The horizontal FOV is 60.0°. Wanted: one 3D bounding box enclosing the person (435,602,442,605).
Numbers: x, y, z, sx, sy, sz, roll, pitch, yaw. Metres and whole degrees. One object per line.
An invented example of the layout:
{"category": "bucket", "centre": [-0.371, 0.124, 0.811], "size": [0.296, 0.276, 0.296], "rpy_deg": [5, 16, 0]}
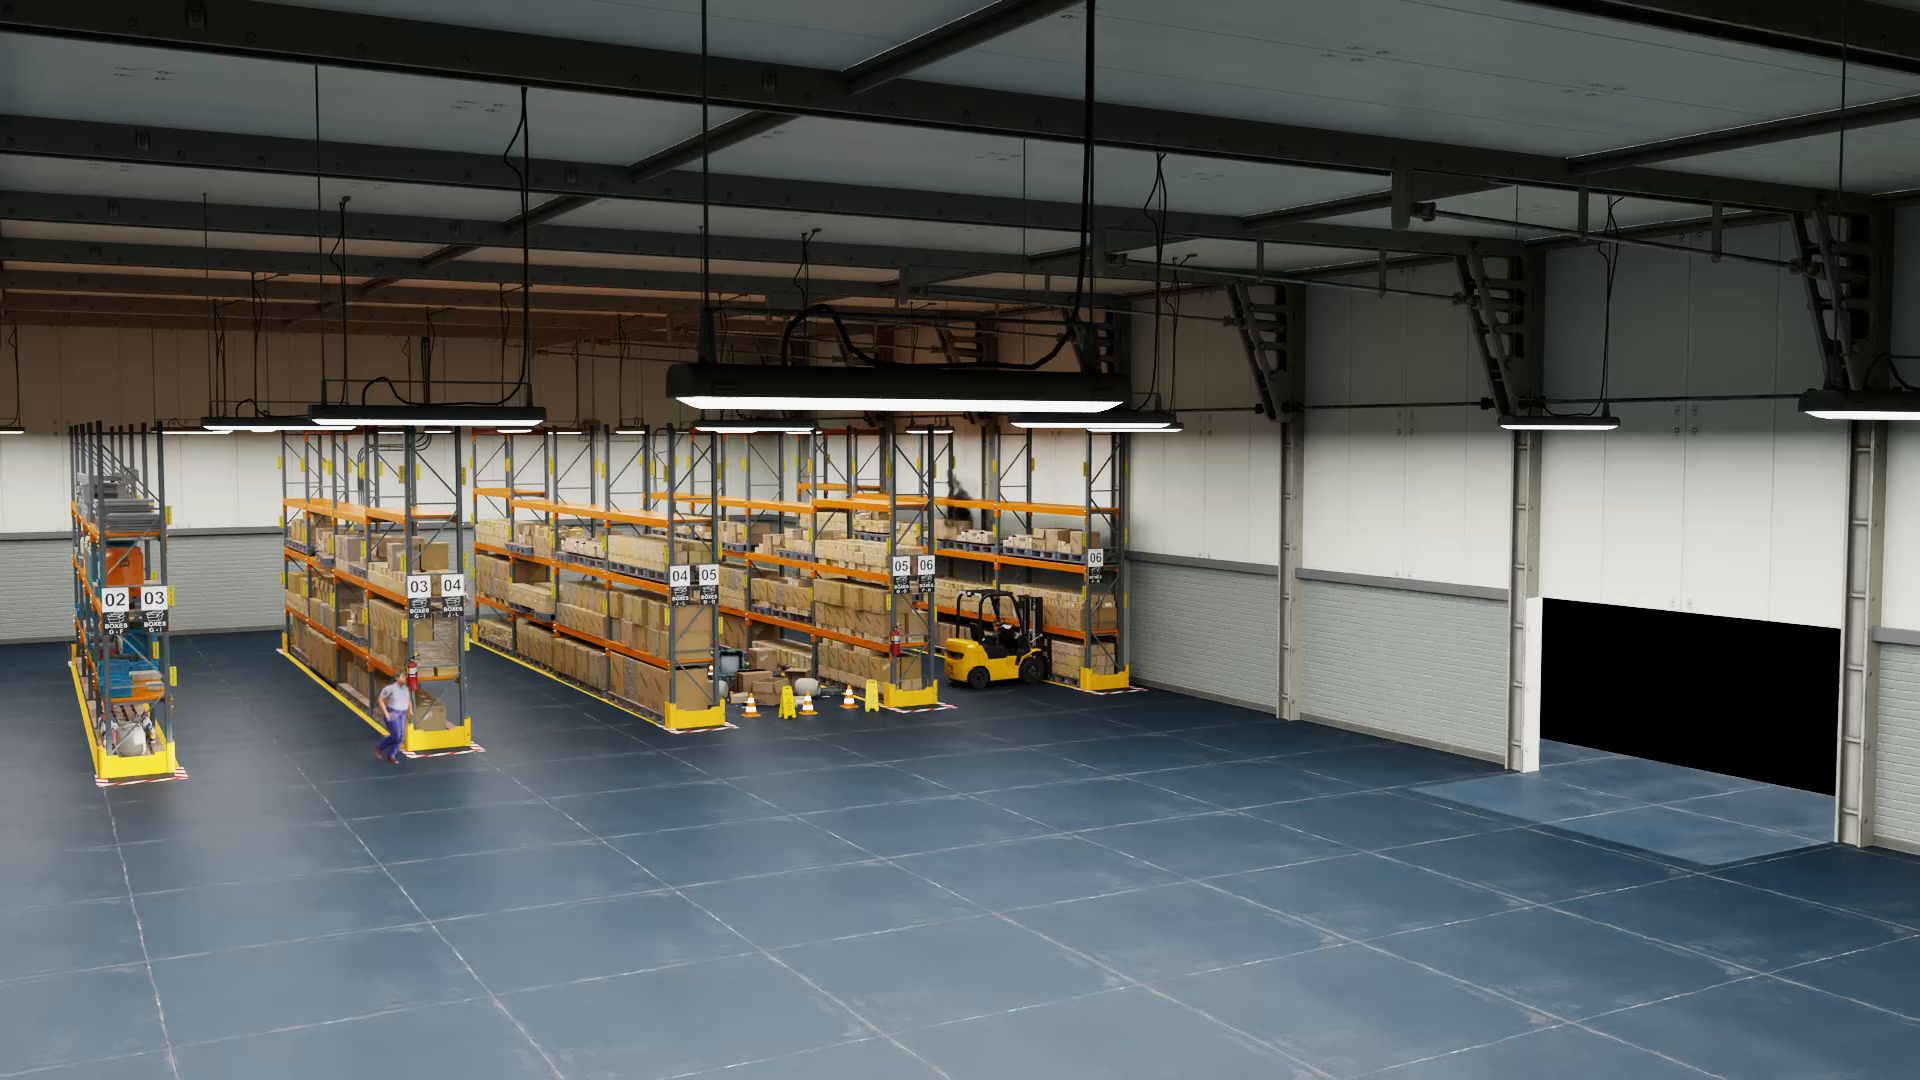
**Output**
{"category": "person", "centre": [-14.787, 2.017, 46.118], "size": [0.784, 1.731, 0.962], "rpy_deg": [0, 4, 7]}

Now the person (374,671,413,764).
{"category": "person", "centre": [-9.956, 3.118, 29.351], "size": [0.527, 1.592, 0.689], "rpy_deg": [2, 4, 26]}

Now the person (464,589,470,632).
{"category": "person", "centre": [-14.300, 1.995, 47.495], "size": [0.570, 1.600, 0.532], "rpy_deg": [3, 4, 38]}
